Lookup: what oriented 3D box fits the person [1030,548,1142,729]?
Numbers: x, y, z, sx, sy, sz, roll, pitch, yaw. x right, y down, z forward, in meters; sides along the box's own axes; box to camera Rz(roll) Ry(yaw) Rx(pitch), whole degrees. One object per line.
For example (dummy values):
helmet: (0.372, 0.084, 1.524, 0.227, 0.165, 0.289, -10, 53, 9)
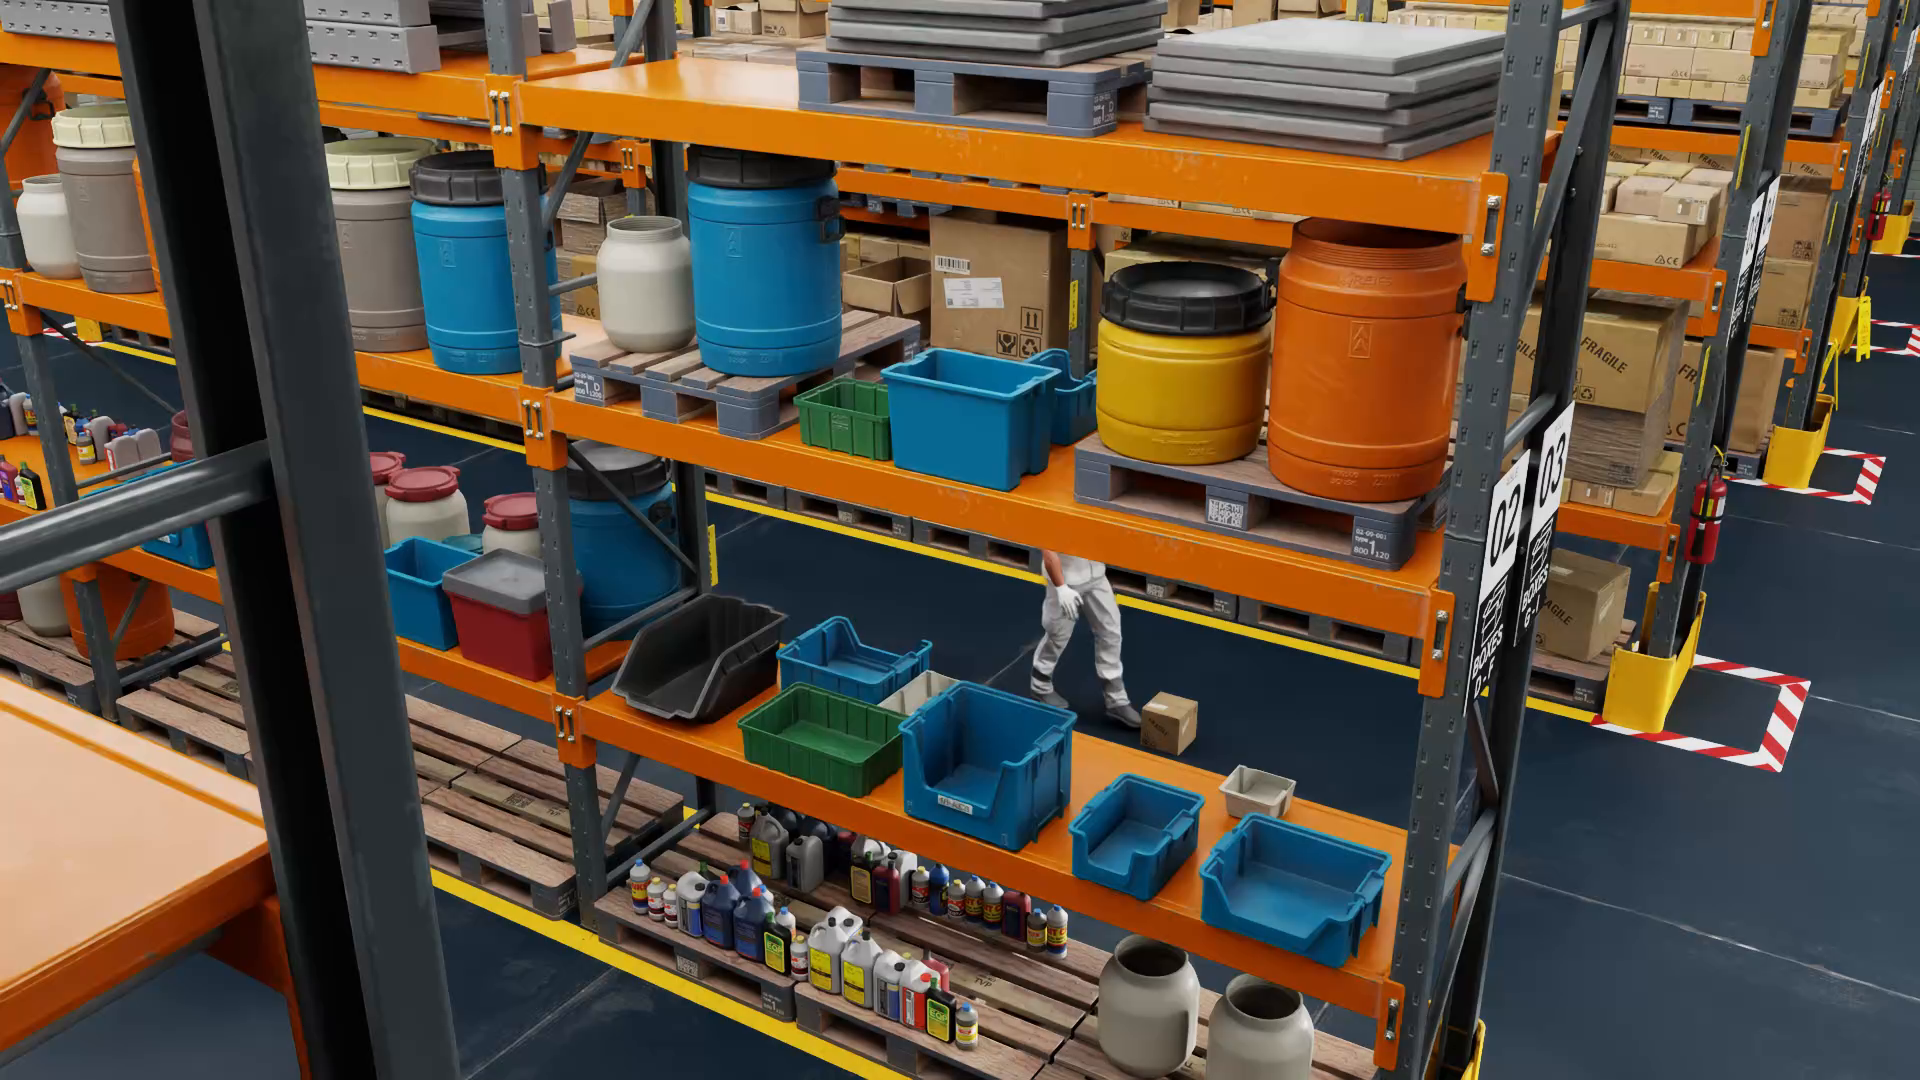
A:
person: (0.765, 0.257, 9.870, 0.580, 1.761, 0.791, -19, 30, -38)
